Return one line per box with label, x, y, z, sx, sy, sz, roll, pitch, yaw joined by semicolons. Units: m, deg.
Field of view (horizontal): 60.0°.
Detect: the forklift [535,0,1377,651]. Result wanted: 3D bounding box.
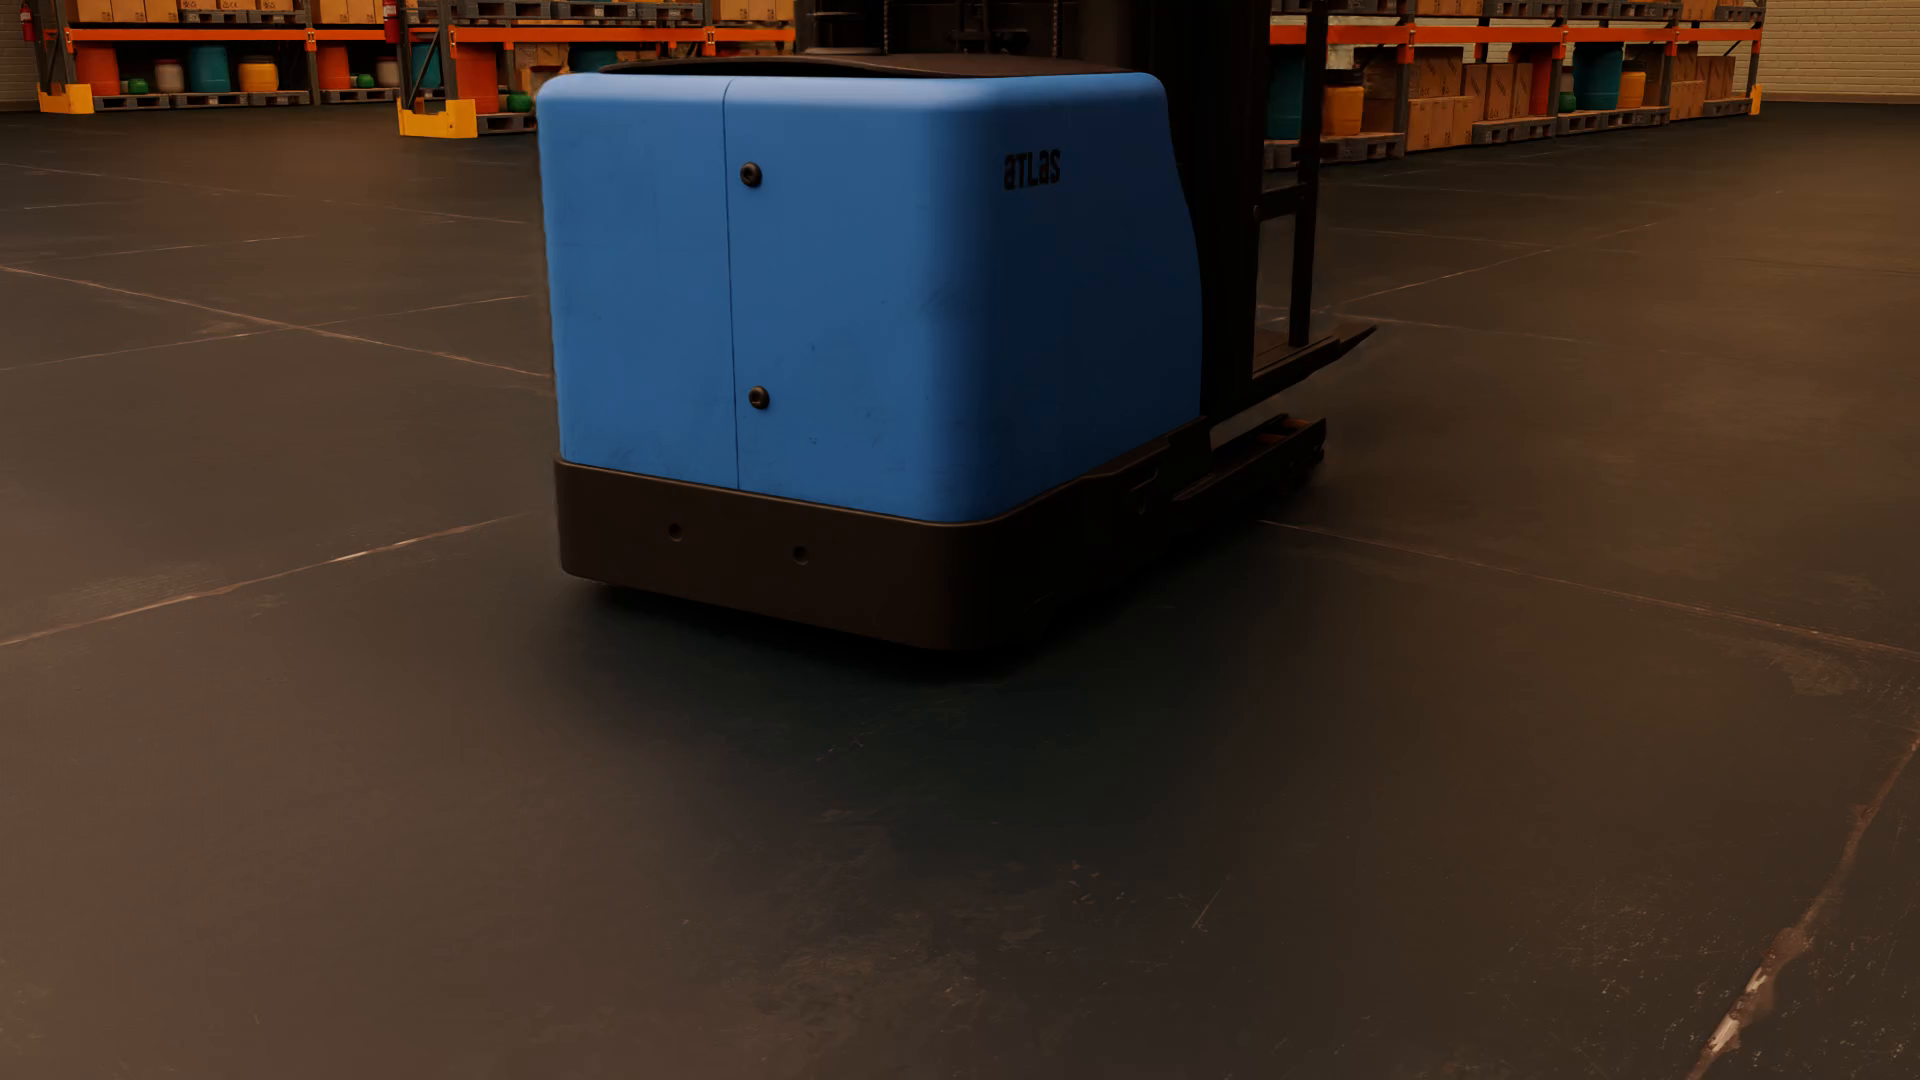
forklift;0.333;-1.576;4.086;1.130;2.935;3.031;10;19;29
